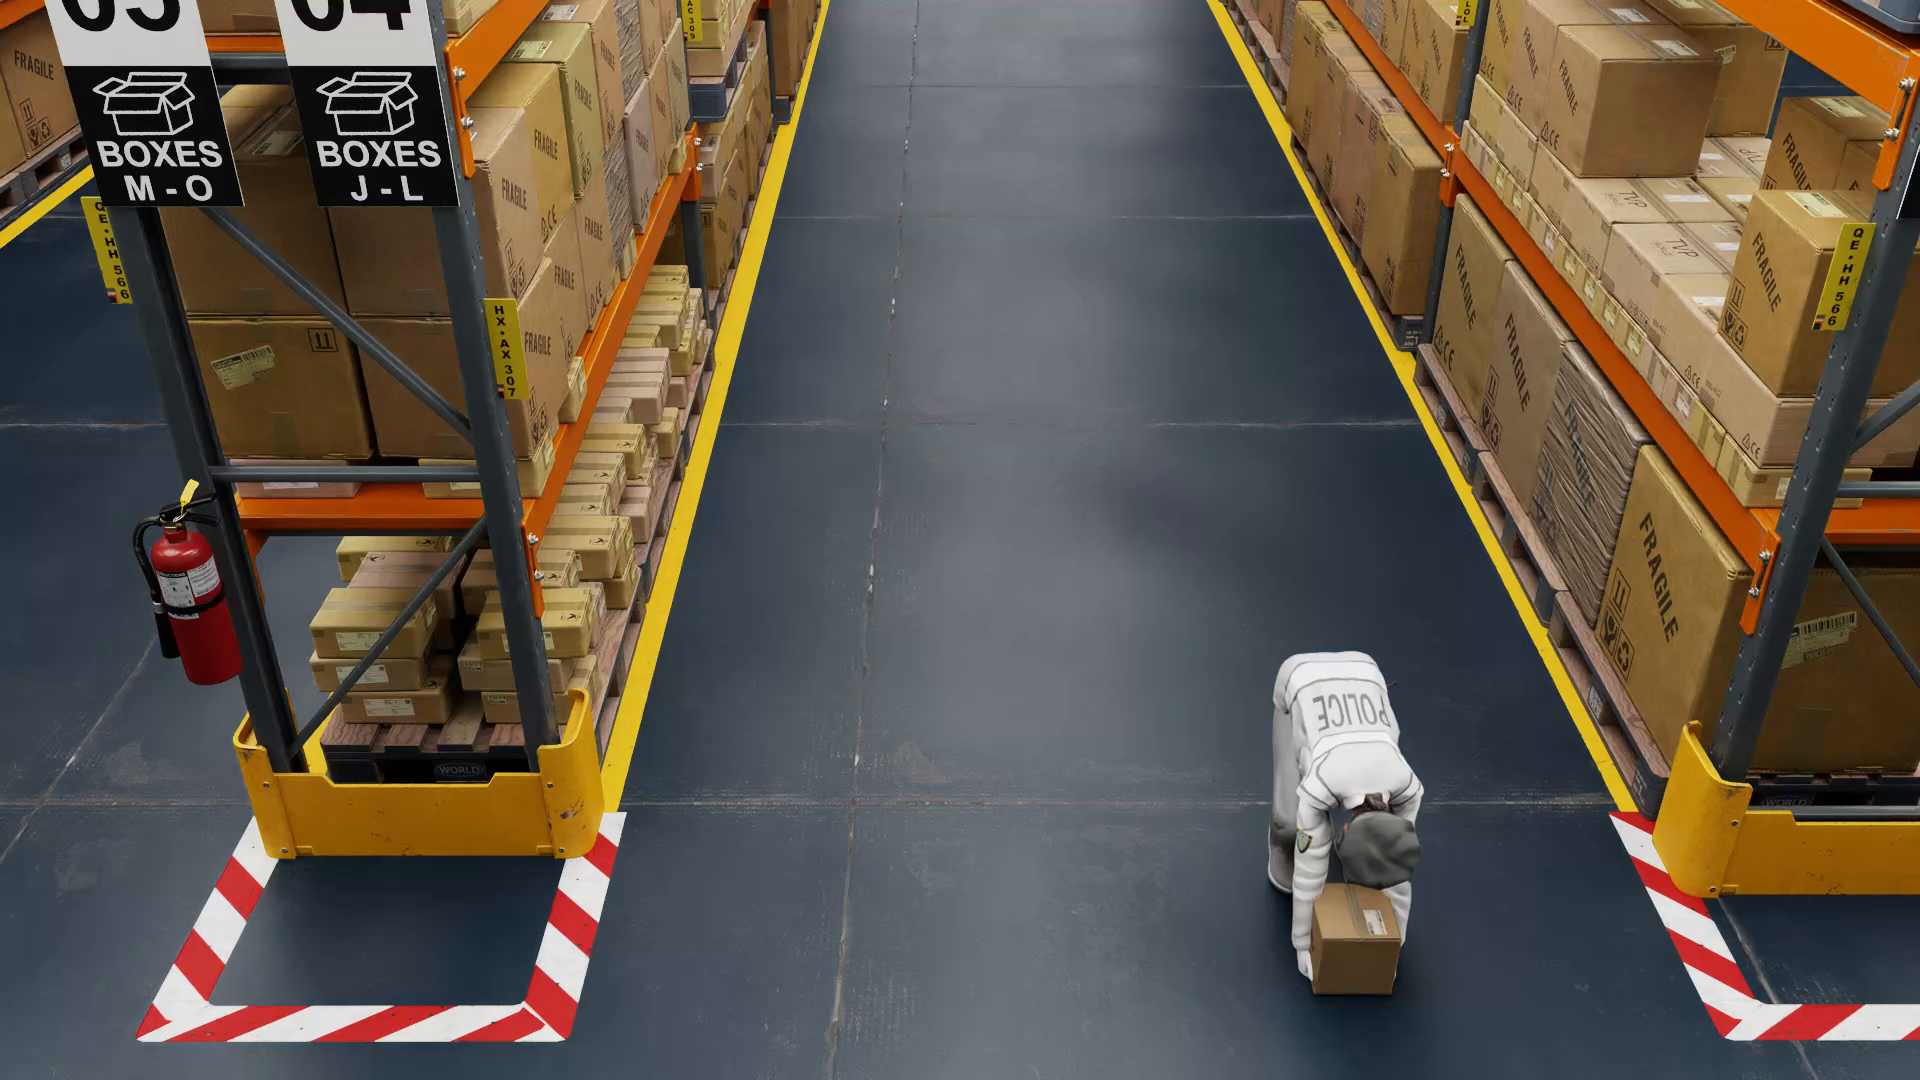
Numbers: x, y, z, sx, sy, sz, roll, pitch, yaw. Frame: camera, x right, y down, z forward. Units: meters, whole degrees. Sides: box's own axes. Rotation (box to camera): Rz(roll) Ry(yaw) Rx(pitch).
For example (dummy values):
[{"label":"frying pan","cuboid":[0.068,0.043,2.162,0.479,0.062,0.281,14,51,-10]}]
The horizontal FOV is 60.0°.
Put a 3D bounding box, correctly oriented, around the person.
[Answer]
[{"label":"person","cuboid":[1.270,0.891,5.493,0.469,0.842,0.889,-1,32,-2]}]
